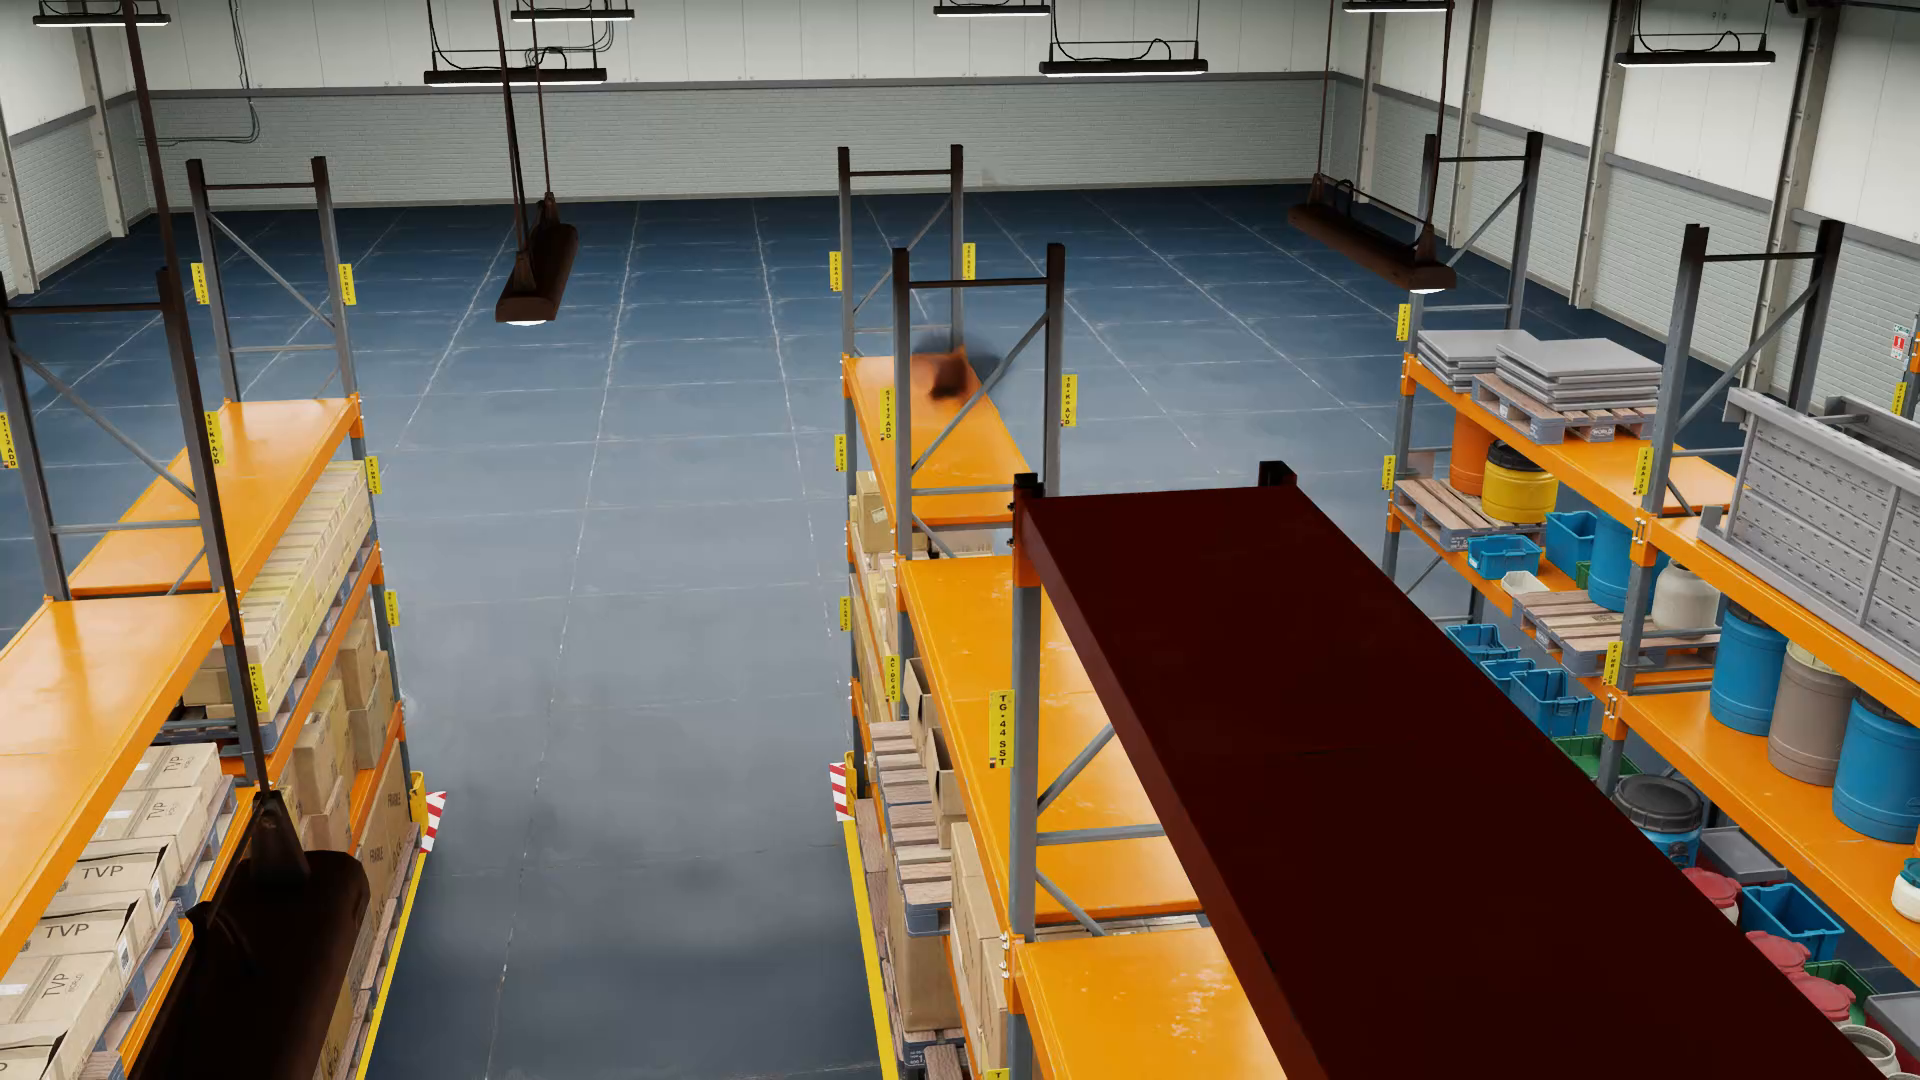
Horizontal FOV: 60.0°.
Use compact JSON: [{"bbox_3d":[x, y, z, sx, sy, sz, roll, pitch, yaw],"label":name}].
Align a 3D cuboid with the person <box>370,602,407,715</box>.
[{"bbox_3d":[-5.887,1.182,16.419,0.830,1.643,0.603,14,26,32],"label":"person"}]
